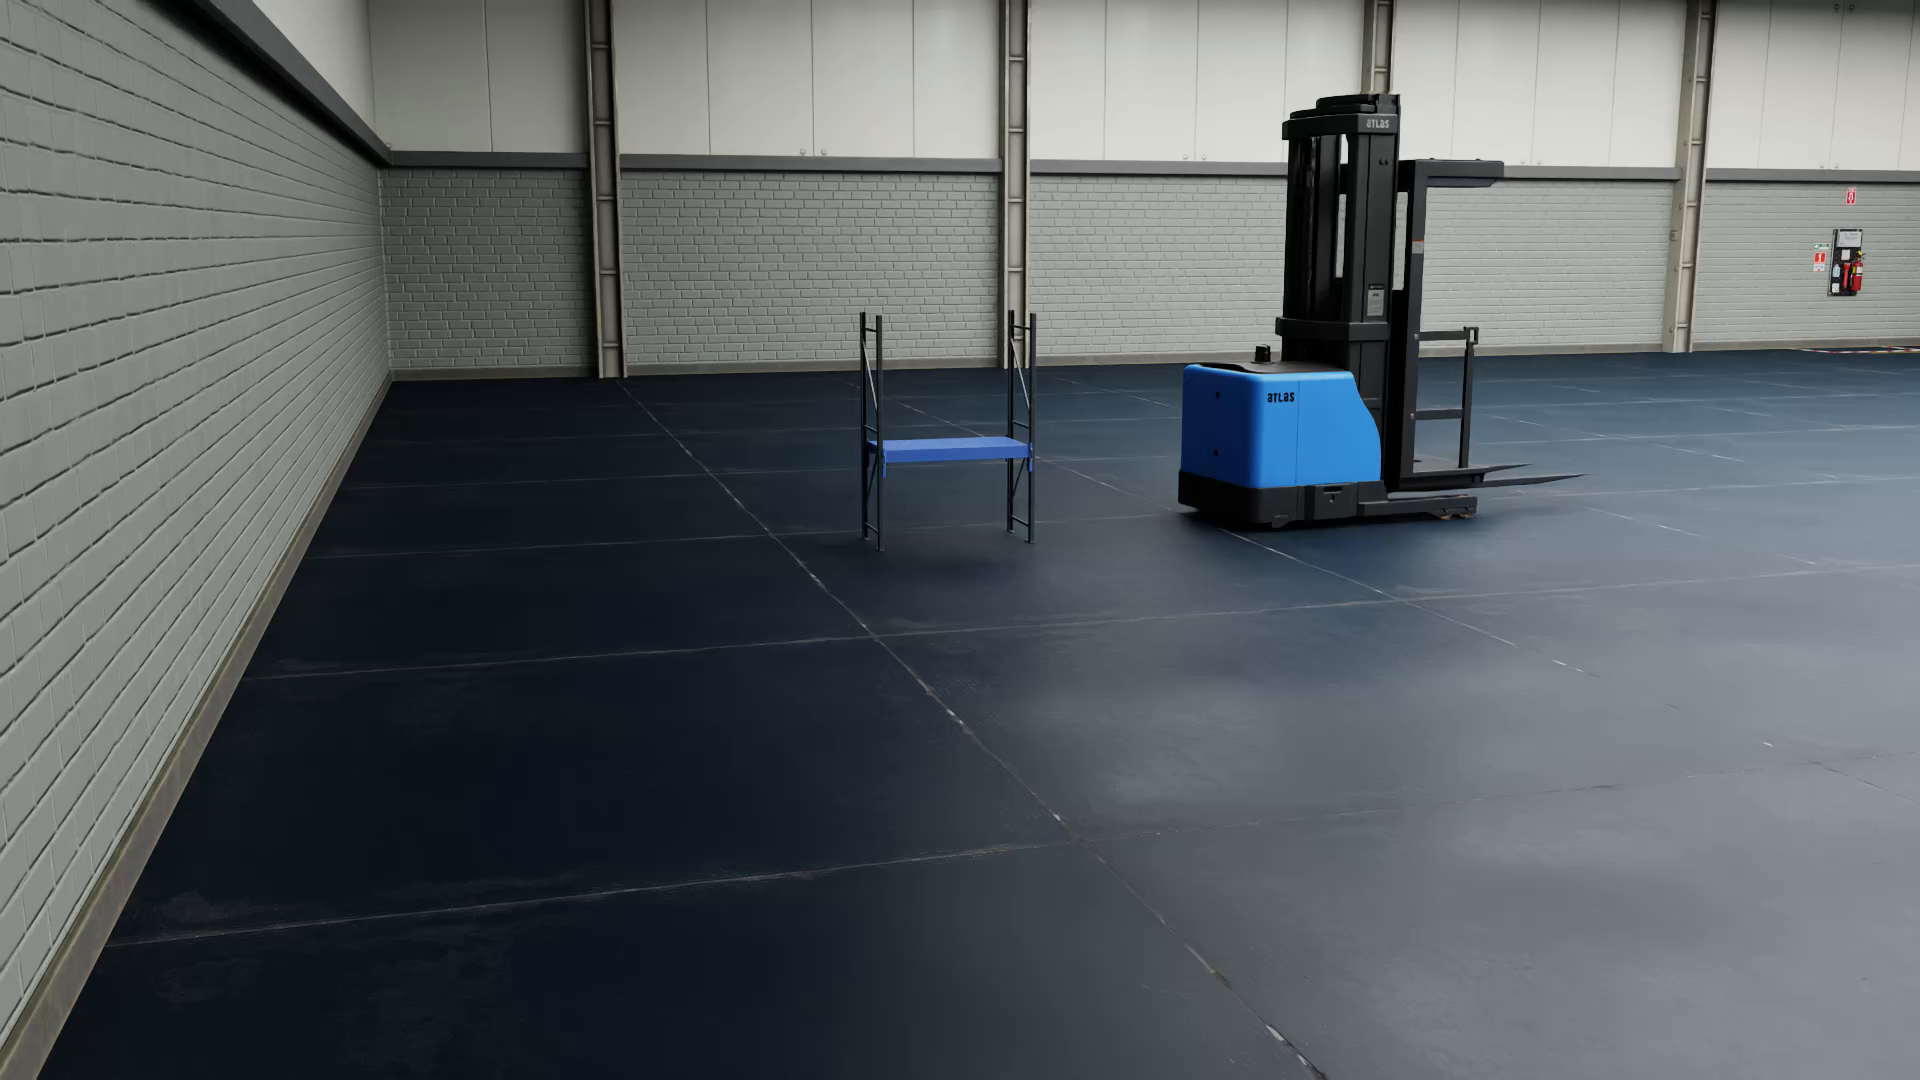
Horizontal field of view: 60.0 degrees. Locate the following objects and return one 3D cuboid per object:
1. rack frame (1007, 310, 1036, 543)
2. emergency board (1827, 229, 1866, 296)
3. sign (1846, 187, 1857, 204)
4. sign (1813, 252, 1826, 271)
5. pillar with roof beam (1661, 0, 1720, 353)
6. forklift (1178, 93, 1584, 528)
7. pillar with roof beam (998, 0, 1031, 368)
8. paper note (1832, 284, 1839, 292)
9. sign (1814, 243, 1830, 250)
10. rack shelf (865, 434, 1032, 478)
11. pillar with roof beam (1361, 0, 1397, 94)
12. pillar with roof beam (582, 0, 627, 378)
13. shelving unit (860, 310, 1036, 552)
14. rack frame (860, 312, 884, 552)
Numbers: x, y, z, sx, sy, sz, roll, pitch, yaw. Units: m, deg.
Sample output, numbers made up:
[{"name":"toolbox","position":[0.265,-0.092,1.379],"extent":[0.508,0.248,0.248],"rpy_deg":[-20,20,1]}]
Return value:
[{"name":"rack frame","position":[0.406,-0.759,11.027],"extent":[0.032,1.500,0.500],"rpy_deg":[-3,11,-16]},{"name":"emergency board","position":[15.708,-4.897,29.360],"extent":[0.643,1.169,0.194],"rpy_deg":[-3,11,-16]},{"name":"sign","position":[15.672,-6.054,29.242],"extent":[0.199,0.298,0.001],"rpy_deg":[-3,11,-16]},{"name":"sign","position":[15.148,-4.904,29.303],"extent":[0.234,0.329,0.001],"rpy_deg":[-3,11,-16]},{"name":"pillar with roof beam","position":[13.534,-6.914,23.746],"extent":[0.400,9.000,9.100],"rpy_deg":[-3,11,-16]},{"name":"forklift","position":[3.160,-1.667,12.009],"extent":[3.031,2.935,1.130],"rpy_deg":[-4,11,-21]},{"name":"pillar with roof beam","position":[2.012,-6.306,20.448],"extent":[0.400,9.000,9.100],"rpy_deg":[-3,11,-16]},{"name":"paper note","position":[15.519,-4.467,29.457],"extent":[0.142,0.148,0.016],"rpy_deg":[-3,11,-16]},{"name":"sign","position":[15.155,-5.164,29.248],"extent":[0.331,0.109,0.001],"rpy_deg":[-3,11,-16]},{"name":"rack shelf","position":[-0.082,-0.556,10.920],"extent":[1.000,0.185,0.538],"rpy_deg":[-3,11,-16]},{"name":"pillar with roof beam","position":[7.773,-6.610,22.097],"extent":[0.400,9.000,9.100],"rpy_deg":[-3,11,-16]},{"name":"pillar with roof beam","position":[-3.749,-6.003,18.798],"extent":[0.400,9.000,9.100],"rpy_deg":[-3,11,-16]},{"name":"shelving unit","position":[-0.082,-0.733,10.887],"extent":[1.048,1.500,0.538],"rpy_deg":[-3,11,-16]},{"name":"rack frame","position":[-0.570,-0.708,10.747],"extent":[0.032,1.500,0.500],"rpy_deg":[-3,11,-16]}]
